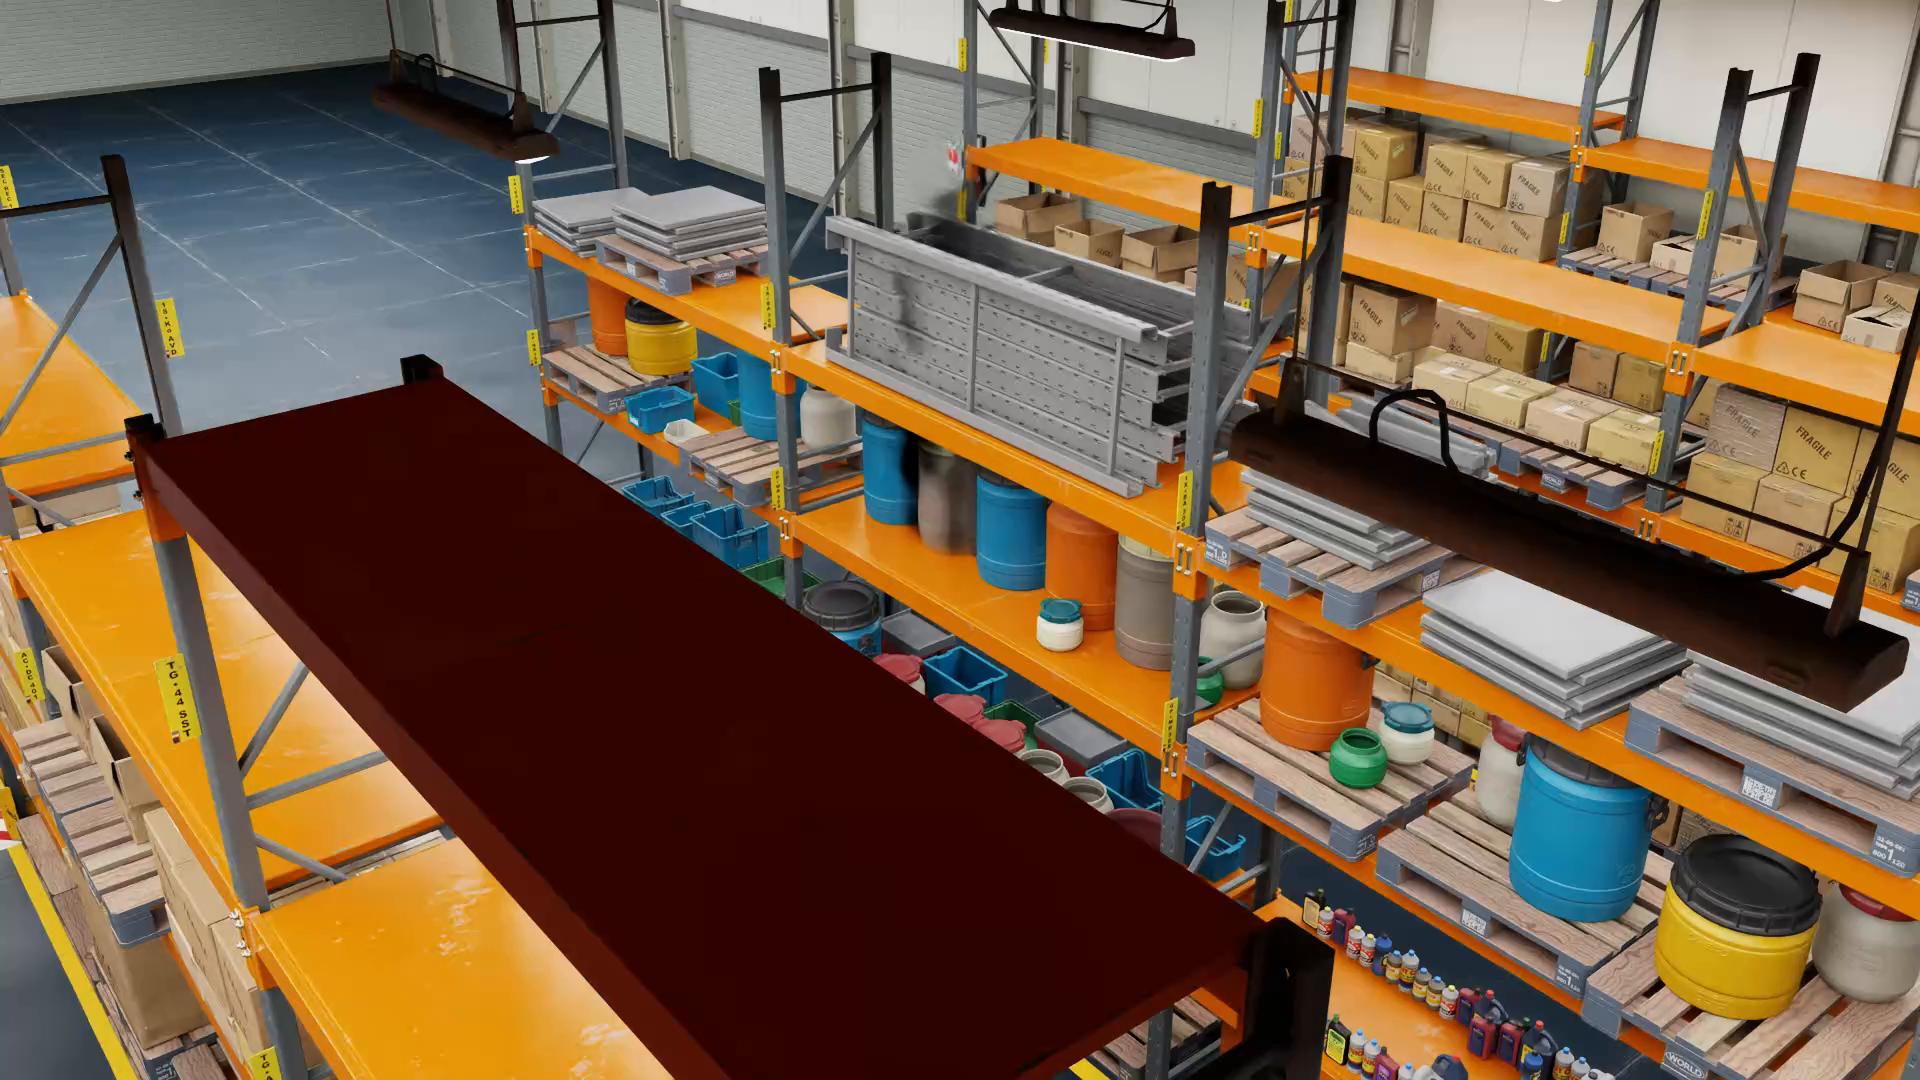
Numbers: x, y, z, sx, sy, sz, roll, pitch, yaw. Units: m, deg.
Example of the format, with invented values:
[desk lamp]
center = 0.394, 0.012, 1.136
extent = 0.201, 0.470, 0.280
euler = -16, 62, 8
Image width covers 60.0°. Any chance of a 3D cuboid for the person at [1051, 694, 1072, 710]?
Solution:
[person]
center = 1.022, 0.949, 13.637
extent = 0.643, 1.753, 0.553
euler = -22, 33, -38
